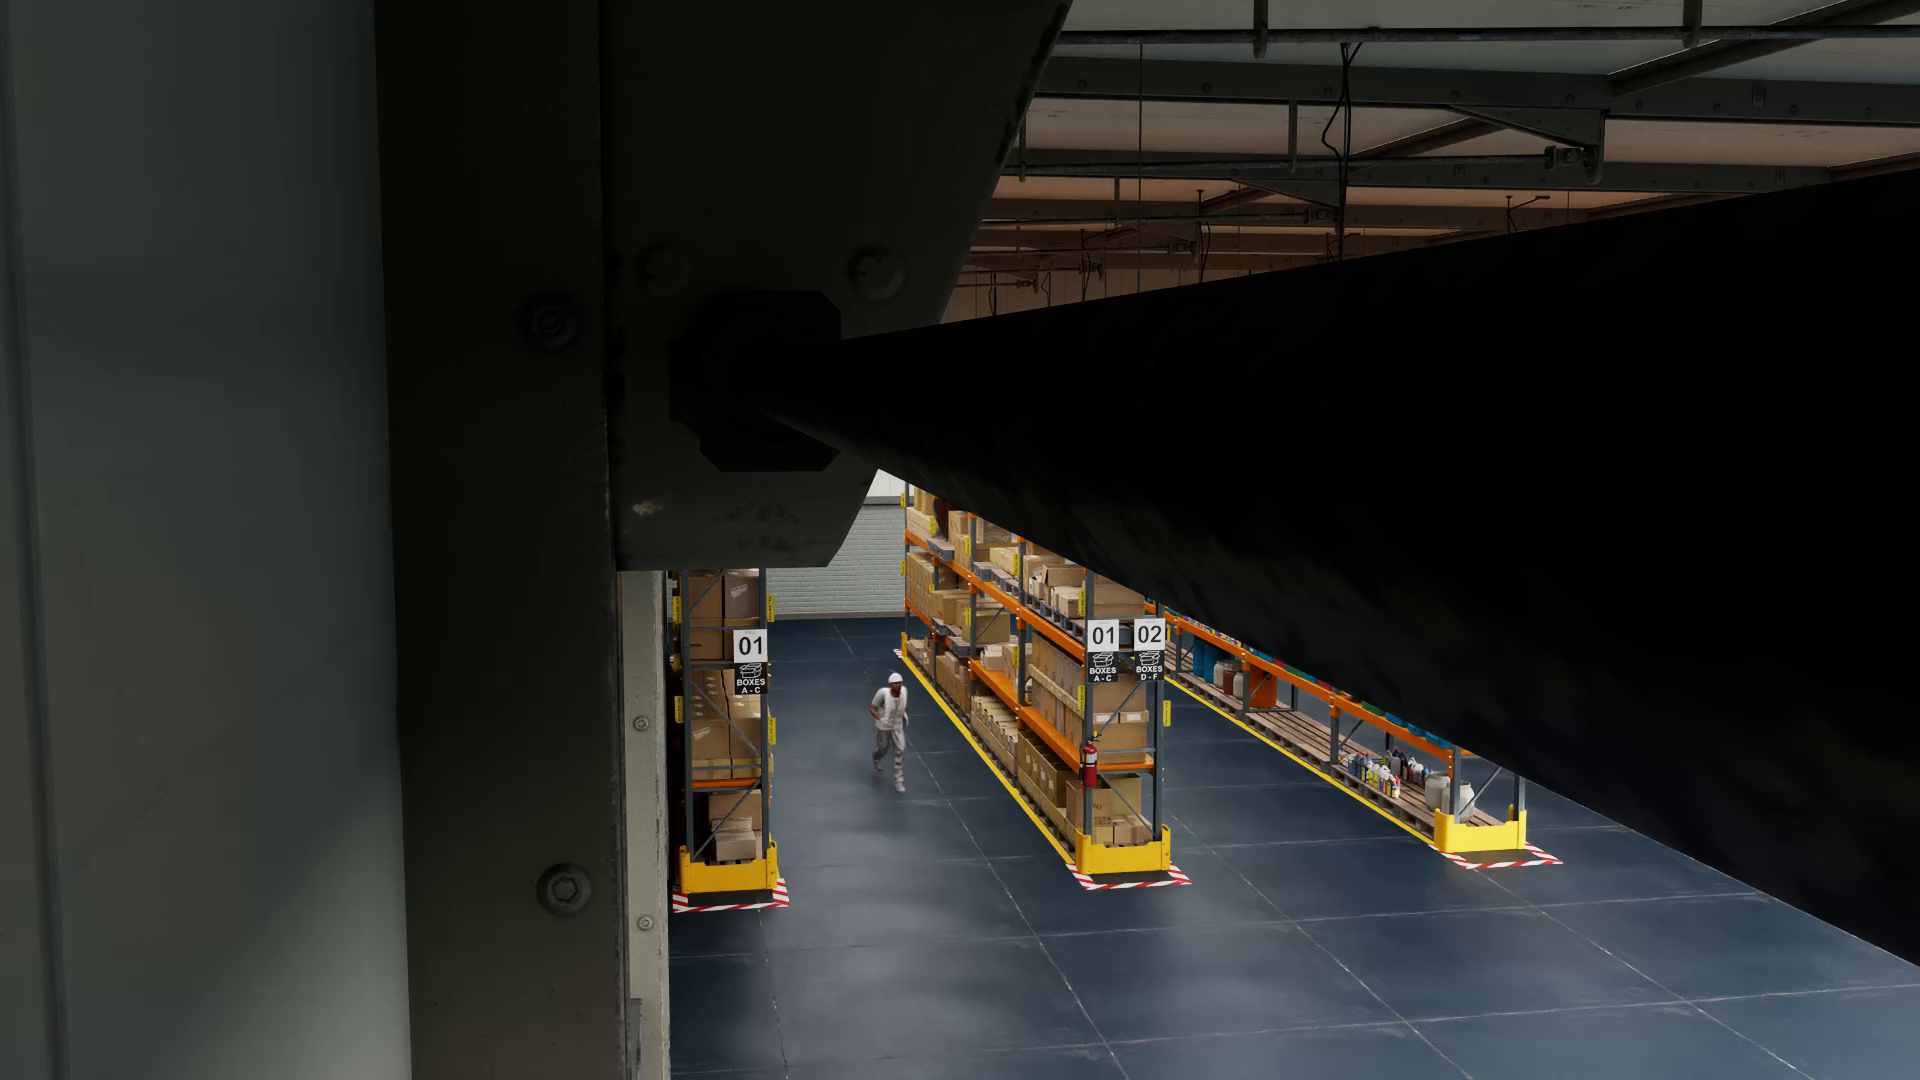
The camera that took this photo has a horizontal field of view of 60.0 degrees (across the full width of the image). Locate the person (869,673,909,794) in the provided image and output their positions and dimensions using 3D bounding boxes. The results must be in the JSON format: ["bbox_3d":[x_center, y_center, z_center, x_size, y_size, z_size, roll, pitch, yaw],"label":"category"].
[{"bbox_3d":[-1.073,2.854,25.174,0.680,1.770,1.126,-3,6,-23],"label":"person"}]
